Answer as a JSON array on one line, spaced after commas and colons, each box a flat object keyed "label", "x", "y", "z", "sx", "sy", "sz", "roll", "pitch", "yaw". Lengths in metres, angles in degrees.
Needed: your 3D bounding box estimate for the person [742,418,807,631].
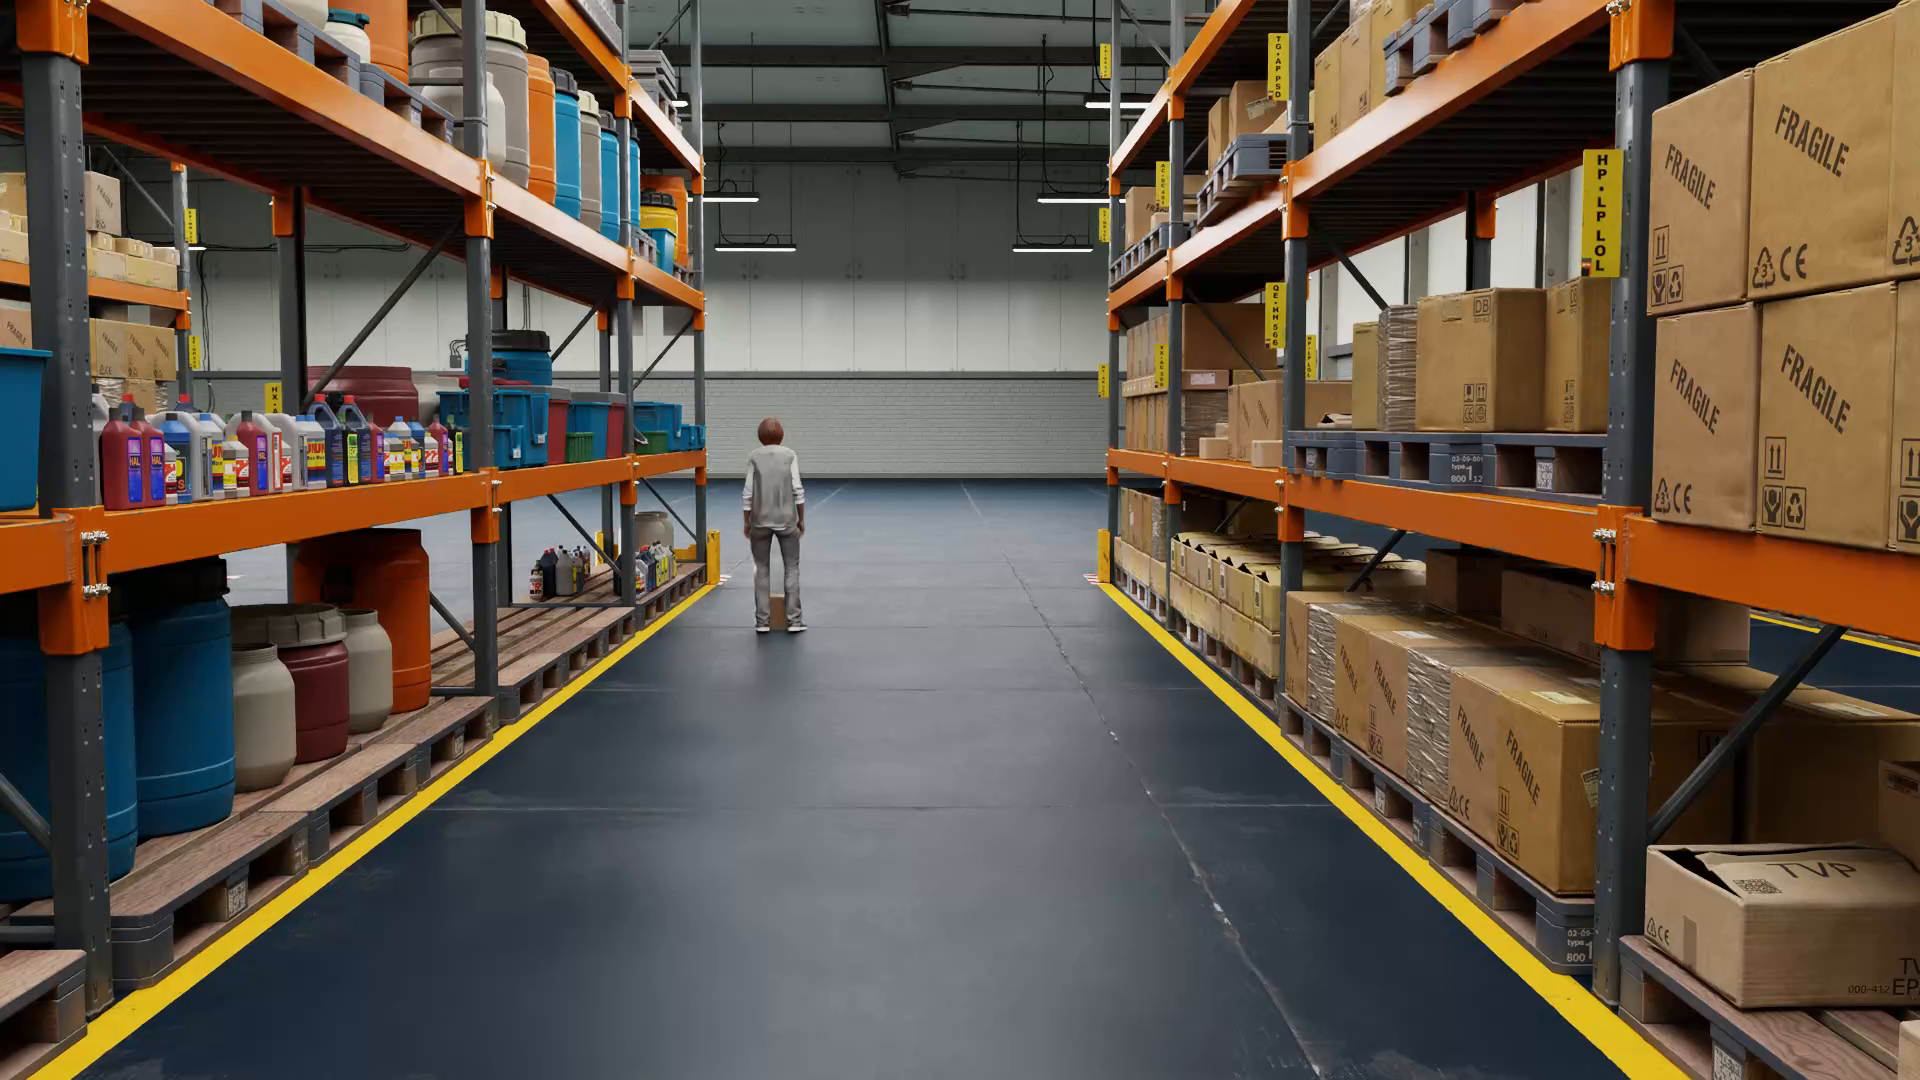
[{"label": "person", "x": -1.377, "y": -0.110, "z": 12.339, "sx": 0.475, "sy": 1.591, "sz": 0.346, "roll": 0, "pitch": 4, "yaw": -4}]
